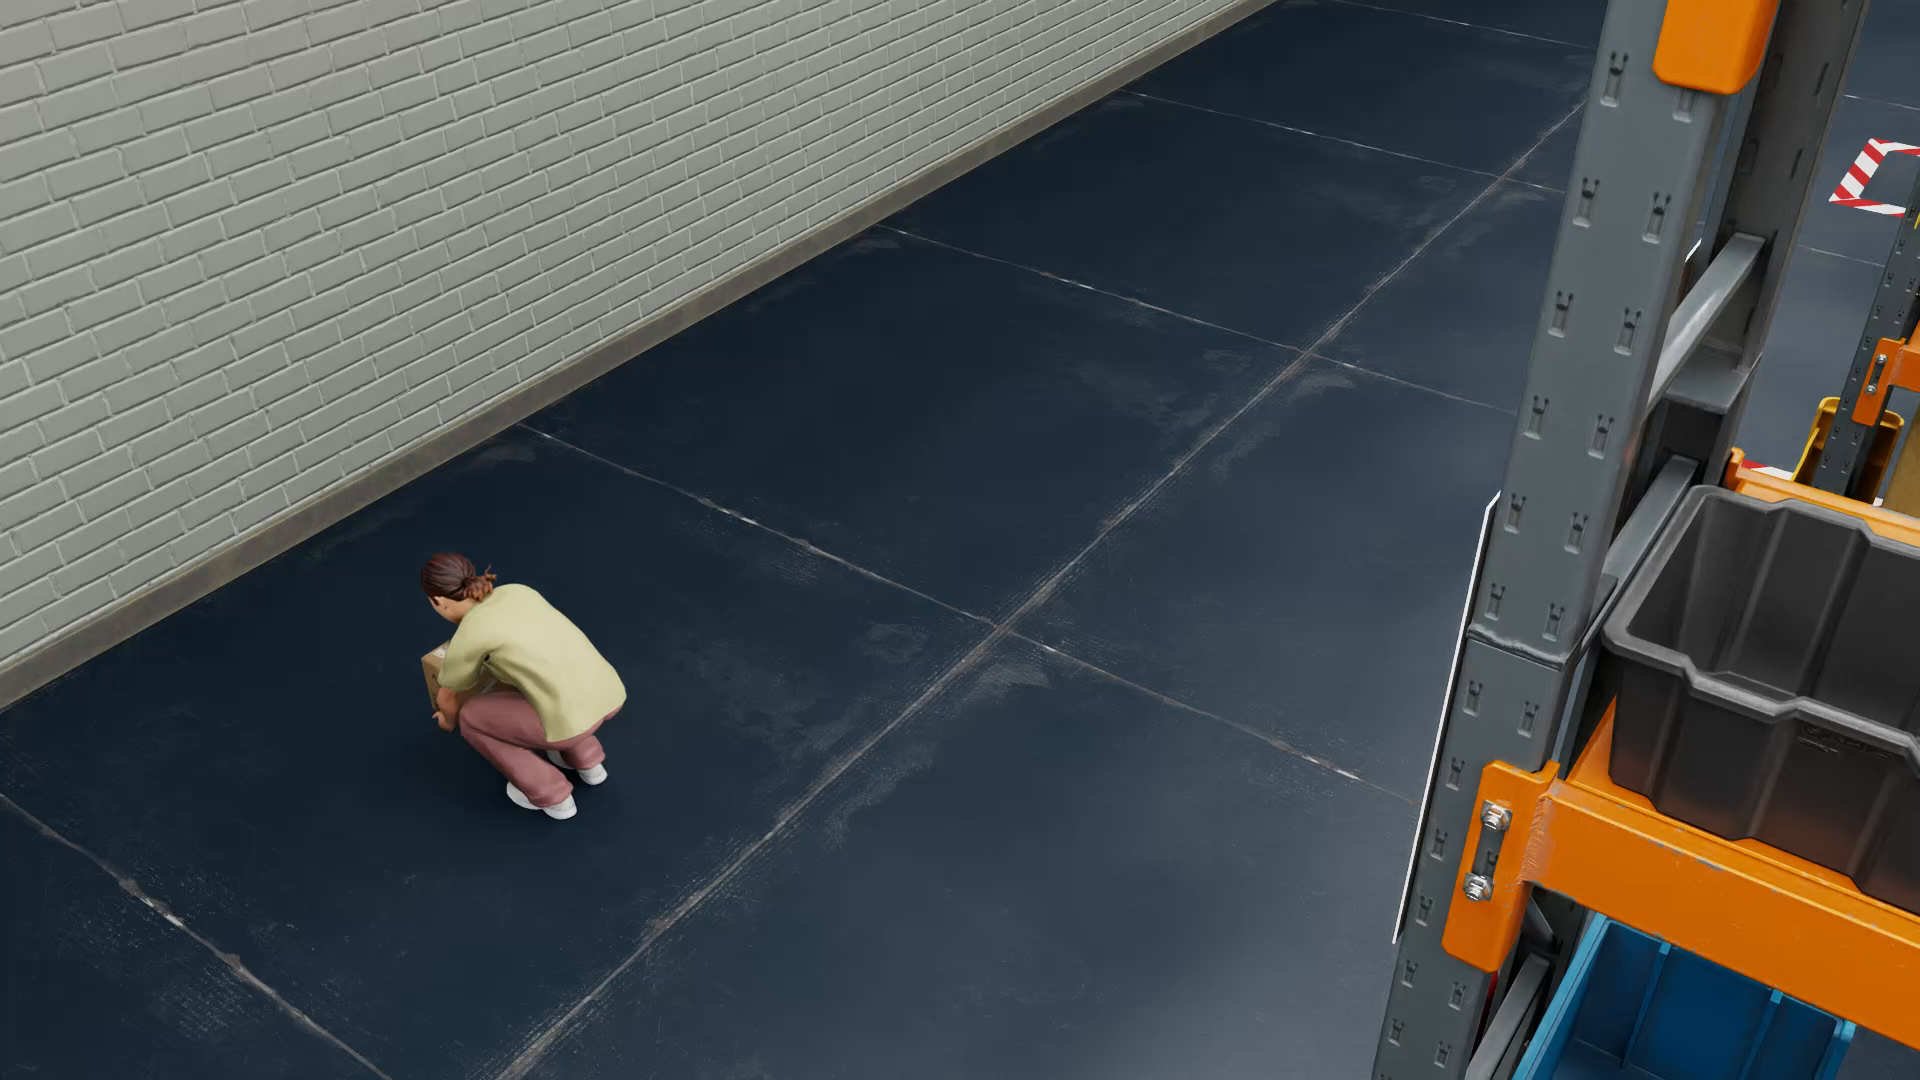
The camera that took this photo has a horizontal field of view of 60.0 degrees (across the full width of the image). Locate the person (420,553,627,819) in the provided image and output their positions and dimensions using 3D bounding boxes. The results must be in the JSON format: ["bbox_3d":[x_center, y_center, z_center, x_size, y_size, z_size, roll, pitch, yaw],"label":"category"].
[{"bbox_3d":[-1.587,0.522,6.029,0.779,0.954,0.484,22,40,28],"label":"person"}]
